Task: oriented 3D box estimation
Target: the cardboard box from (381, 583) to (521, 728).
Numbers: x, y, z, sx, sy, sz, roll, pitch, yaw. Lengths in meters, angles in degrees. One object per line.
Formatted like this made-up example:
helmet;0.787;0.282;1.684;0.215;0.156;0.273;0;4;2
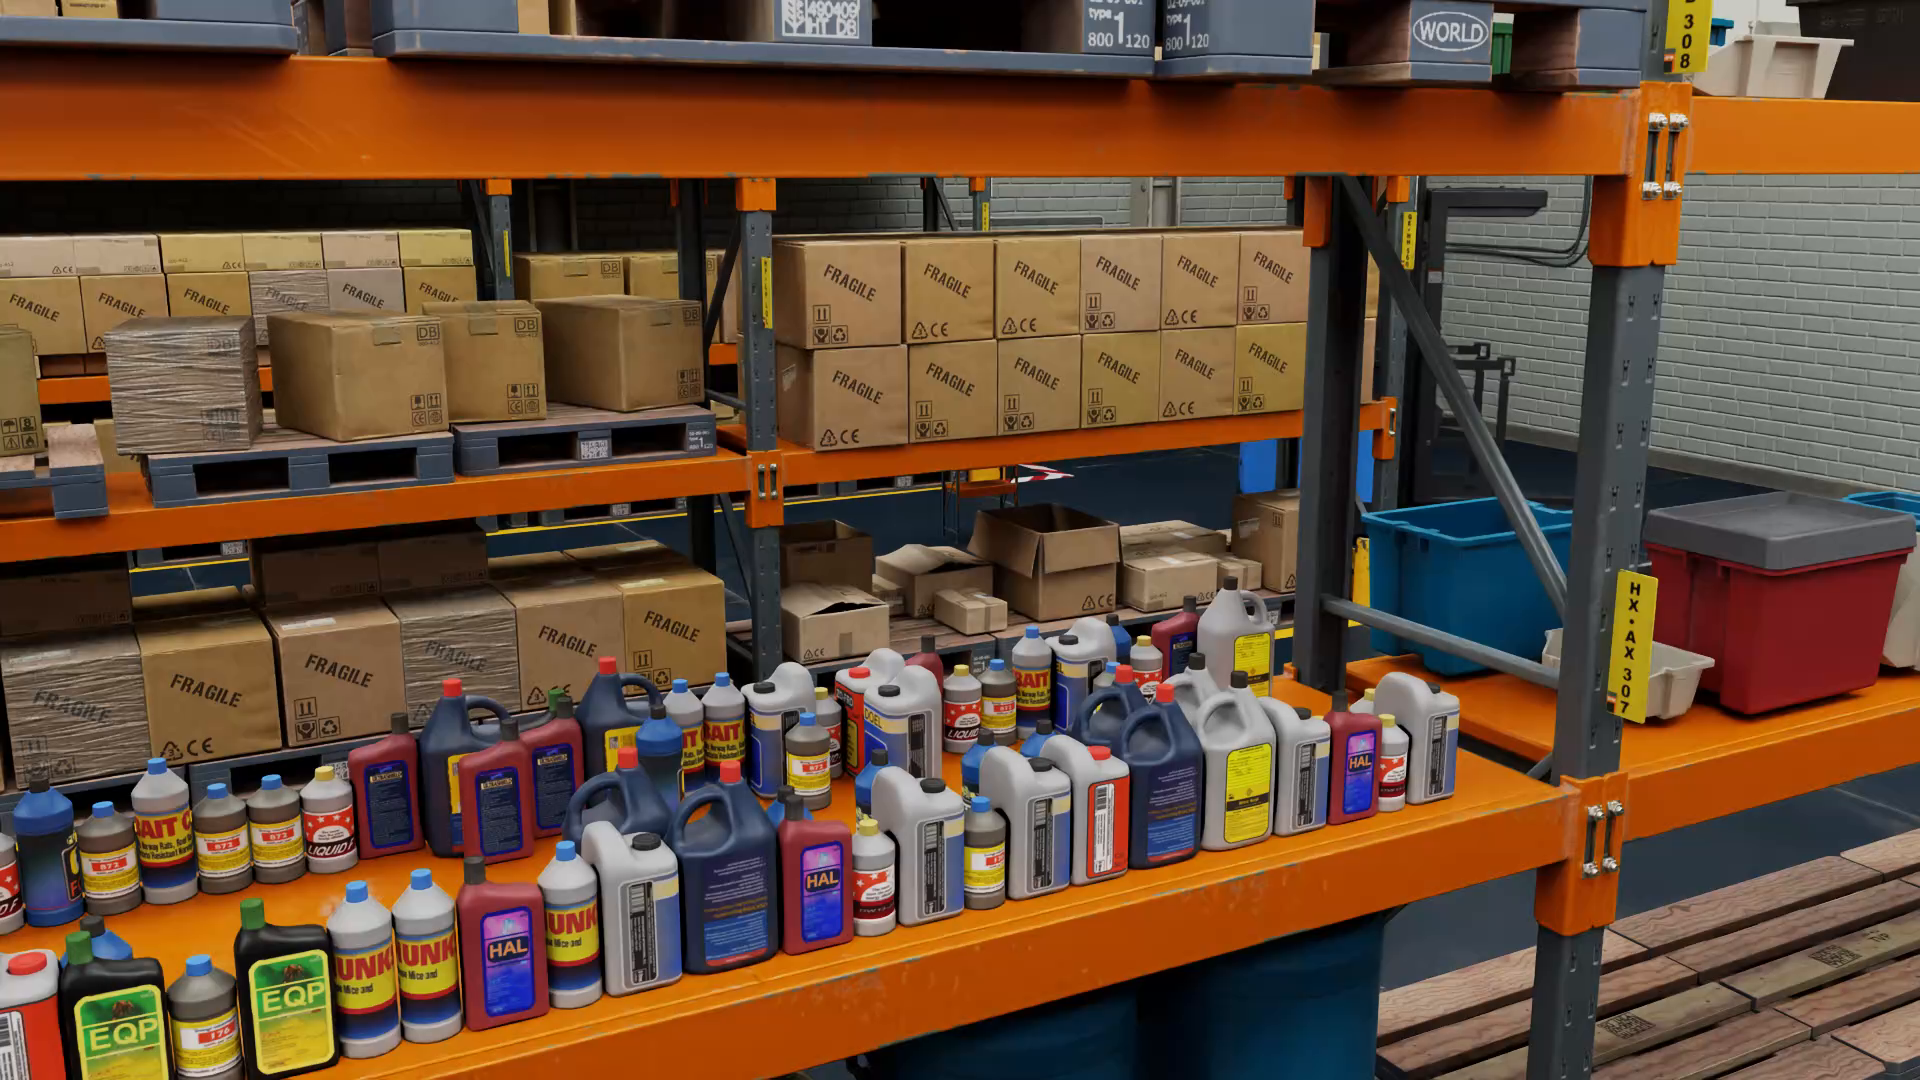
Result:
cardboard box;-2.345;0.520;7.656;0.500;0.500;0.500;-7;14;-27

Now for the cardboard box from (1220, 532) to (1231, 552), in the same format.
cardboard box;1.588;0.056;10.478;0.250;0.166;0.380;-7;14;-28

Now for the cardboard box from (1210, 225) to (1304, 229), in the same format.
cardboard box;1.824;-1.656;10.132;0.500;0.500;0.500;-6;14;-26

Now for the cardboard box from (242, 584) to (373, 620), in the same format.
cardboard box;-3.061;0.477;7.851;0.500;0.500;0.500;-7;15;-30

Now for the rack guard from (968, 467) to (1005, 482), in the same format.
rack guard;-0.016;-0.853;14.760;0.348;0.500;1.175;-7;14;-28

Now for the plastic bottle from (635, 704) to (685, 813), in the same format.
plastic bottle;-0.623;0.475;3.458;0.097;0.271;0.097;0;13;0

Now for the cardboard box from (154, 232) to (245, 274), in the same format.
cardboard box;-5.183;-1.961;11.331;0.500;0.250;0.500;-7;15;-29

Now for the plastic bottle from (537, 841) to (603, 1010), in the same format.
plastic bottle;-0.648;0.632;2.761;0.097;0.271;0.097;0;13;0

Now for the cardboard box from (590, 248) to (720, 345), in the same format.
cardboard box;-2.420;-1.925;13.147;0.700;0.700;0.980;-7;15;-29

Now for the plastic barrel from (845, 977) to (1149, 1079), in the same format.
plastic barrel;0.092;1.208;3.734;0.708;0.901;0.600;-7;14;-28

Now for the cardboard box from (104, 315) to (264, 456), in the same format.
cardboard box;-3.289;-0.675;7.092;0.500;0.500;0.700;-4;13;-17

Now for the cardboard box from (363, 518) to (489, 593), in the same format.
cardboard box;-2.590;0.053;8.023;0.500;0.250;0.500;-7;14;-28

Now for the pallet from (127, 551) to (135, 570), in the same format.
pallet;-6.330;0.064;11.345;1.213;0.211;1.003;-7;14;-28

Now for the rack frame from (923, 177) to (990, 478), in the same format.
rack frame;-0.037;-2.070;14.474;0.127;3.000;1.000;-7;14;-28

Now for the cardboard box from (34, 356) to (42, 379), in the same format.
cardboard box;-6.159;-1.142;10.877;0.250;0.149;0.380;-6;14;-26

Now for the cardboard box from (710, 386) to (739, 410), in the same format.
cardboard box;-1.924;-1.170;13.736;0.250;0.149;0.380;-7;15;-29

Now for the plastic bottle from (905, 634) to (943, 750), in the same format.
plastic bottle;-0.107;0.367;3.912;0.133;0.283;0.061;-7;14;-28

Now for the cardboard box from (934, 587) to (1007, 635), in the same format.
cardboard box;0.056;0.378;9.051;0.250;0.166;0.380;-7;14;-28

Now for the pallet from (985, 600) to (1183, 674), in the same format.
pallet;0.505;0.465;9.565;1.213;0.211;1.003;-7;14;-28

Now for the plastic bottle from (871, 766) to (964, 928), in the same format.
plastic bottle;-0.077;0.555;3.095;0.135;0.276;0.152;-7;14;-28

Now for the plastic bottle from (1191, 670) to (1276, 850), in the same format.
plastic bottle;0.549;0.444;3.416;0.185;0.351;0.144;-7;14;-28

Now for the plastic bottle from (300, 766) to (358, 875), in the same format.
plastic bottle;-1.250;0.549;3.292;0.097;0.201;0.097;0;13;0

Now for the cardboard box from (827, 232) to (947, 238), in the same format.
cardboard box;-0.403;-1.389;8.943;0.500;0.500;0.500;-7;15;-29

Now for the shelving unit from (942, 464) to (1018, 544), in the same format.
shelving unit;0.145;-0.603;12.055;0.503;1.200;0.258;-7;14;-28

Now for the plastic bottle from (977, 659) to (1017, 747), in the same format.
plastic bottle;0.089;0.388;4.005;0.097;0.201;0.097;0;13;0

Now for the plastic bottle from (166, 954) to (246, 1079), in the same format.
plastic bottle;-1.139;0.725;2.508;0.097;0.201;0.097;0;13;0

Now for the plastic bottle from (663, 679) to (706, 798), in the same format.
plastic bottle;-0.606;0.437;3.627;0.097;0.271;0.097;0;13;0

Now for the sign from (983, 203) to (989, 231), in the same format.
sign;0.211;-2.644;13.850;0.005;0.325;0.100;-7;14;-28

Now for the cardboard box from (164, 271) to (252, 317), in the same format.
cardboard box;-5.156;-1.595;11.414;0.500;0.500;0.500;-6;14;-26

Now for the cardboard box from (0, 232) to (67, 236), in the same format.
cardboard box;-6.328;-1.949;11.279;0.500;0.250;0.500;-7;15;-30

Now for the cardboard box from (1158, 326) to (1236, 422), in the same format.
cardboard box;1.183;-0.958;9.306;0.500;0.500;0.500;-7;14;-27

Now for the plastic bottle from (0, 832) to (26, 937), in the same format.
plastic bottle;-1.763;0.610;3.019;0.097;0.201;0.097;0;13;0

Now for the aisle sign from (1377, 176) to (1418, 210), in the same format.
aisle sign;2.547;-2.332;9.718;0.004;0.787;0.394;-7;14;-28

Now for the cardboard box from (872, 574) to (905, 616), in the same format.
cardboard box;-0.506;0.316;9.365;0.250;0.149;0.380;-7;14;-28

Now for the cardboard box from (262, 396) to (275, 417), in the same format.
cardboard box;-4.835;-0.618;11.961;0.750;0.750;0.750;-6;14;-26

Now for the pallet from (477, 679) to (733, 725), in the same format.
pallet;-1.867;0.759;8.258;1.213;0.211;1.003;-7;14;-28

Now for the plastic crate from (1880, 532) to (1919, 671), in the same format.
plastic crate;2.628;0.164;4.683;0.530;0.282;0.437;-7;14;-28

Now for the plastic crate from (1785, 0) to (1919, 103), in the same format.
plastic crate;2.421;-1.217;4.152;0.590;0.269;0.497;-7;14;-28

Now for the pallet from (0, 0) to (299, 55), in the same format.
pallet;-1.593;-0.752;2.216;1.213;0.211;1.003;-7;14;-28

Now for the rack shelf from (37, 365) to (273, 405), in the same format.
rack shelf;-5.303;-1.088;11.748;4.000;0.370;1.077;-7;14;-28

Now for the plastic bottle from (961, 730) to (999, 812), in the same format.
plastic bottle;0.051;0.510;3.302;0.097;0.271;0.097;0;13;0

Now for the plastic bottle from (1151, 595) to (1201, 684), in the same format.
plastic bottle;0.556;0.288;4.265;0.133;0.283;0.061;-7;14;-28

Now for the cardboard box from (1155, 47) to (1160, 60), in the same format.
cardboard box;0.696;-2.488;8.704;0.500;0.250;0.500;-7;14;-28

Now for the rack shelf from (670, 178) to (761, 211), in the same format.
rack shelf;-2.926;-1.597;7.179;4.000;0.370;1.077;-7;14;-28

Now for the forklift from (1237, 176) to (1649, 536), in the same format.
forklift;3.603;-1.490;12.056;3.031;2.935;1.130;2;13;7

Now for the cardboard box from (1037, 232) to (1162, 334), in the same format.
cardboard box;0.735;-1.389;8.946;0.500;0.500;0.500;-6;14;-26

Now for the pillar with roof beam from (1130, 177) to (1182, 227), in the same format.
pillar with roof beam;3.981;-4.618;12.132;0.400;9.000;9.100;-7;14;-28

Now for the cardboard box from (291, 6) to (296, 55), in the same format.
cardboard box;-2.818;-2.281;7.168;0.600;0.600;0.600;-7;15;-30
